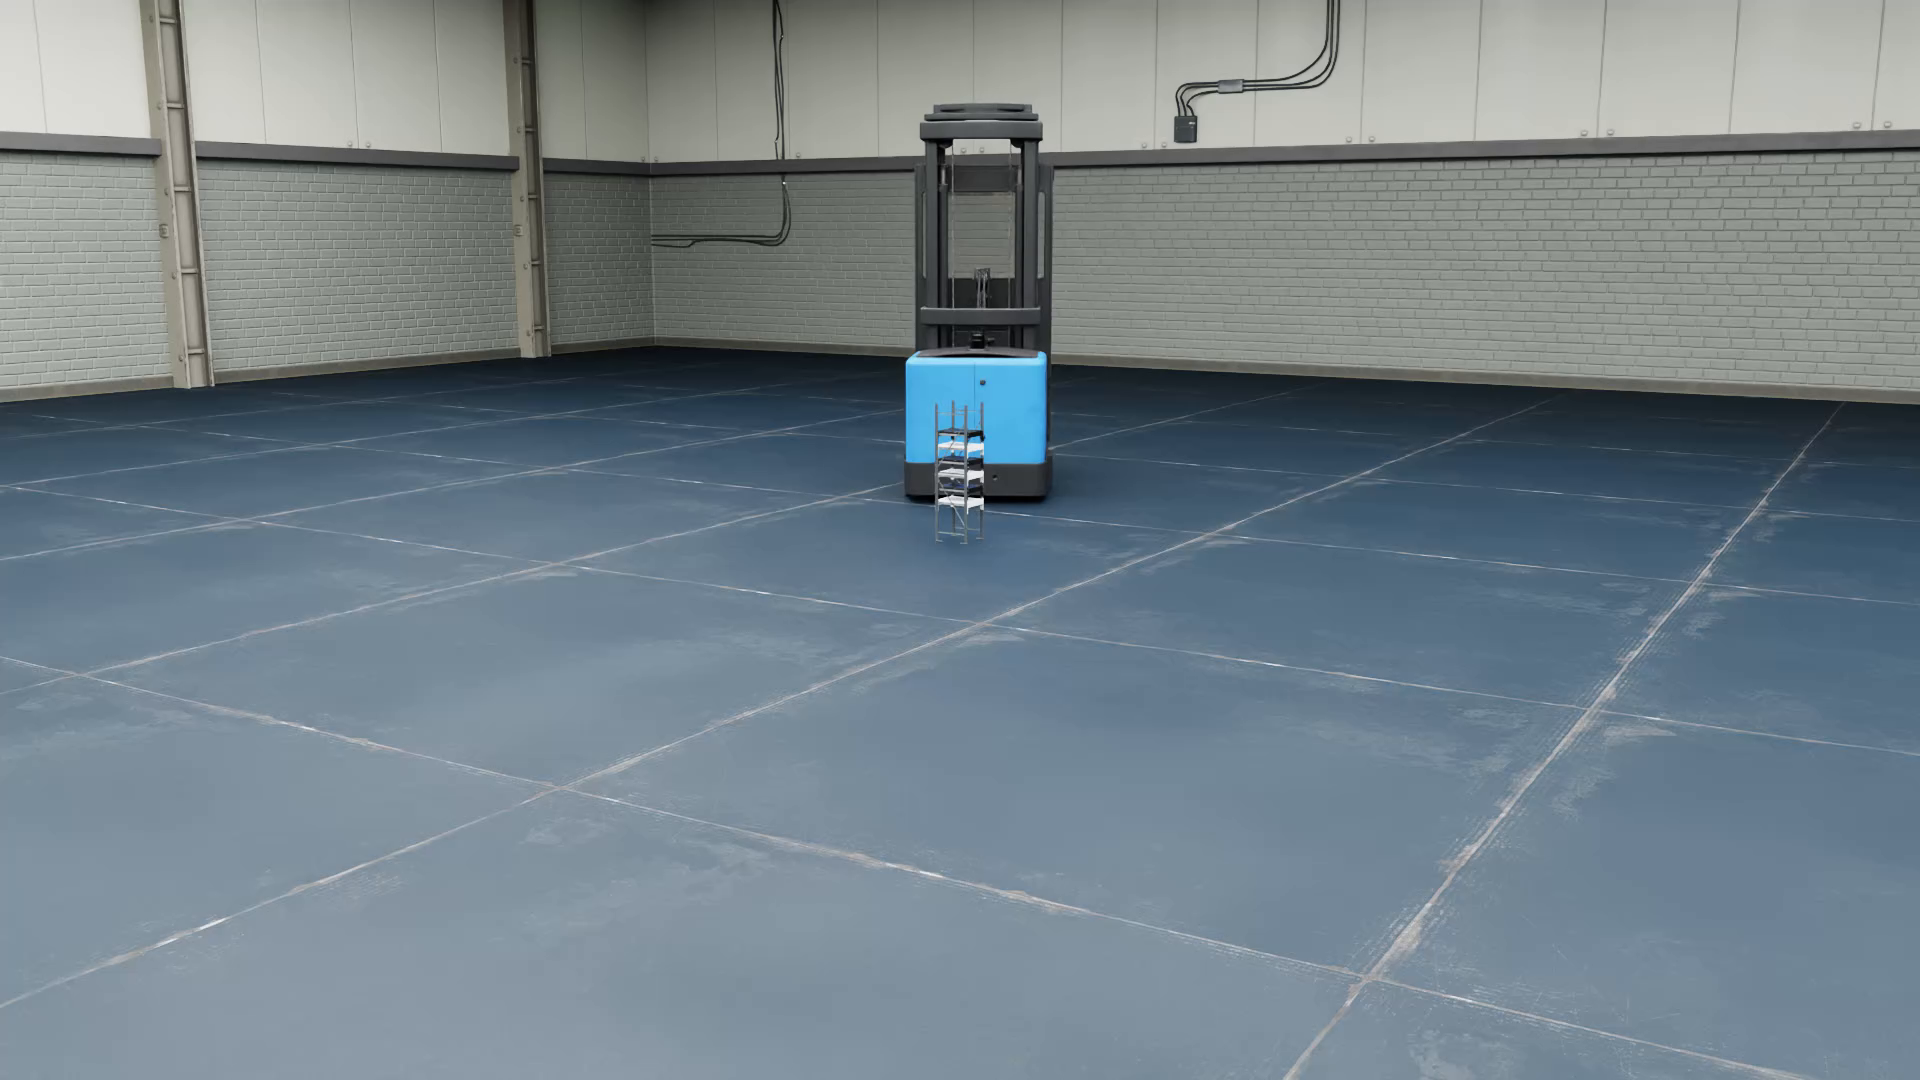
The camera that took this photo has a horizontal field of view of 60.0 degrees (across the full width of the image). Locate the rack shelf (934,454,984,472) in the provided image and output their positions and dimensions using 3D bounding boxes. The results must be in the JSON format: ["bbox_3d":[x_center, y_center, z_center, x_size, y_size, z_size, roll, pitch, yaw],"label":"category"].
[{"bbox_3d":[-0.004,-0.497,10.769,0.258,0.077,0.200,6,12,31],"label":"rack shelf"}]

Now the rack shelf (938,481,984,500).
[{"bbox_3d":[-0.004,-0.320,10.802,0.258,0.077,0.200,6,12,31],"label":"rack shelf"}]

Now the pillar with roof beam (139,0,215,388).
[{"bbox_3d":[-6.192,-5.988,18.401,9.100,9.000,0.400,6,12,31],"label":"pillar with roof beam"}]

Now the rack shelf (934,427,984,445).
[{"bbox_3d":[-0.004,-0.674,10.736,0.258,0.077,0.200,6,12,31],"label":"rack shelf"}]

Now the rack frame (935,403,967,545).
[{"bbox_3d":[-0.057,-0.425,10.694,0.240,0.900,0.006,6,12,31],"label":"rack frame"}]

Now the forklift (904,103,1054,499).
[{"bbox_3d":[0.203,-1.972,13.440,1.130,2.935,3.031,1,11,4],"label":"forklift"}]

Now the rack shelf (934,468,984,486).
[{"bbox_3d":[-0.004,-0.408,10.785,0.258,0.077,0.200,6,12,31],"label":"rack shelf"}]

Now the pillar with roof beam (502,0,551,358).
[{"bbox_3d":[-3.076,-6.932,23.441,9.100,9.000,0.400,6,12,31],"label":"pillar with roof beam"}]

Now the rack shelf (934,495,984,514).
[{"bbox_3d":[-0.004,-0.231,10.818,0.258,0.077,0.200,6,12,31],"label":"rack shelf"}]

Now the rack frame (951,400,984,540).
[{"bbox_3d":[0.049,-0.457,10.864,0.240,0.900,0.006,6,12,31],"label":"rack frame"}]

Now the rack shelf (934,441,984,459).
[{"bbox_3d":[-0.004,-0.585,10.752,0.258,0.077,0.200,6,12,31],"label":"rack shelf"}]

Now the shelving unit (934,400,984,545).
[{"bbox_3d":[-0.004,-0.441,10.779,0.258,0.900,0.210,6,12,31],"label":"shelving unit"}]

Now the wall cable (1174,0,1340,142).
[{"bbox_3d":[4.009,-8.442,22.267,2.305,6.003,0.169,6,12,31],"label":"wall cable"}]

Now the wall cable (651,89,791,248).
[{"bbox_3d":[-4.096,-6.154,27.724,3.097,2.526,0.112,6,12,31],"label":"wall cable"}]

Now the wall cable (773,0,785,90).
[{"bbox_3d":[-1.784,-8.378,25.879,3.097,2.526,0.112,6,12,31],"label":"wall cable"}]
